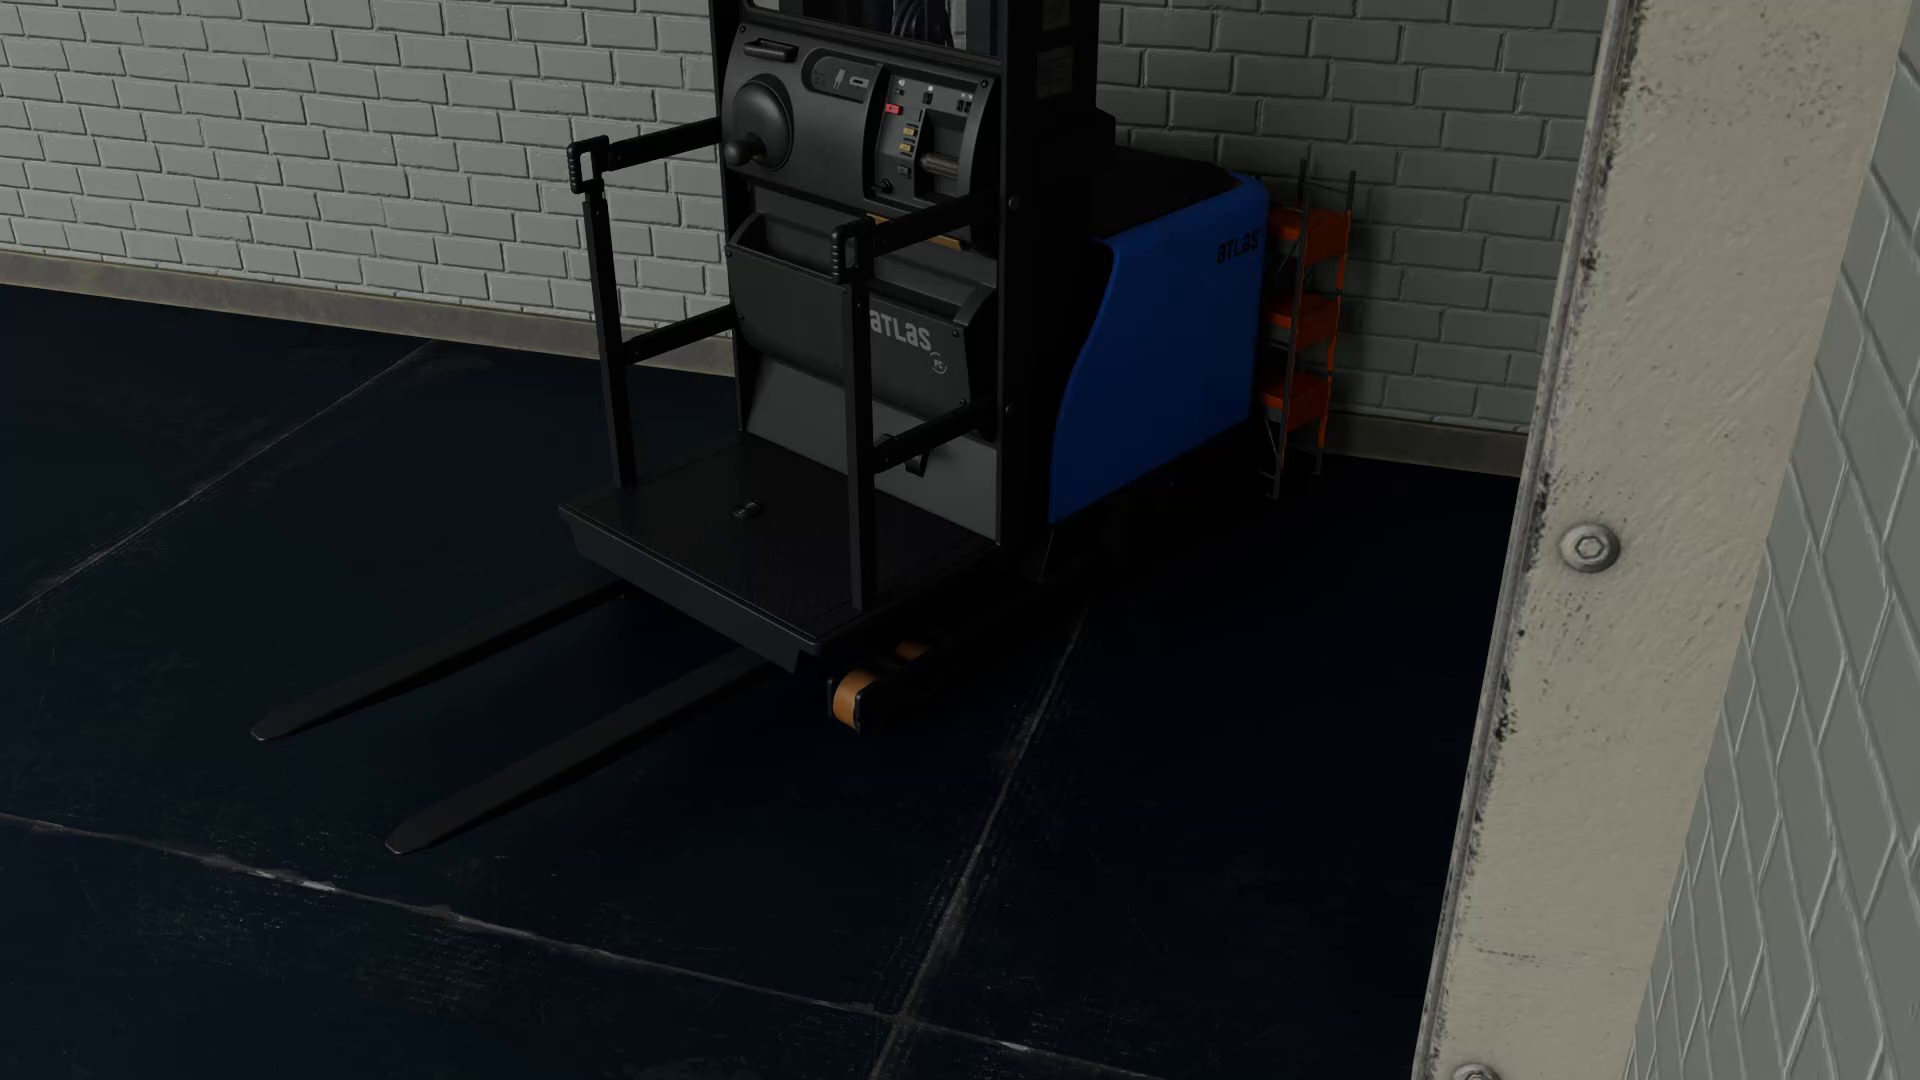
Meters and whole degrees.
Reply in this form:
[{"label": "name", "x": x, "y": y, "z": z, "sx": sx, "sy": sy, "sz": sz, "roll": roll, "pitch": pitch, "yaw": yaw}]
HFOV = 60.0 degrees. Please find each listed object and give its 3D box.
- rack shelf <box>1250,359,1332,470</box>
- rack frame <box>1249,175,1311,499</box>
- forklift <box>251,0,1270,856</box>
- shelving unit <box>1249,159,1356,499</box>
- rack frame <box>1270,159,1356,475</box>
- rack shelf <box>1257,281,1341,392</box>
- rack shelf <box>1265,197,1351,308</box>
[{"label": "rack shelf", "x": 1.064, "y": -0.418, "z": 5.515, "sx": 0.215, "sy": 0.259, "sz": 0.240, "roll": 26, "pitch": 38, "yaw": 38}, {"label": "rack frame", "x": 0.979, "y": -0.628, "z": 5.299, "sx": 0.200, "sy": 1.050, "sz": 0.008, "roll": 26, "pitch": 38, "yaw": 38}, {"label": "forklift", "x": -0.423, "y": -1.059, "z": 4.139, "sx": 1.130, "sy": 2.935, "sz": 3.031, "roll": 24, "pitch": 37, "yaw": 36}, {"label": "shelving unit", "x": 1.064, "y": -0.670, "z": 5.375, "sx": 0.215, "sy": 1.050, "sz": 0.252, "roll": 26, "pitch": 38, "yaw": 38}, {"label": "rack frame", "x": 1.150, "y": -0.712, "z": 5.451, "sx": 0.200, "sy": 1.050, "sz": 0.008, "roll": 26, "pitch": 38, "yaw": 38}, {"label": "rack shelf", "x": 1.064, "y": -0.661, "z": 5.380, "sx": 0.215, "sy": 0.259, "sz": 0.240, "roll": 26, "pitch": 38, "yaw": 38}, {"label": "rack shelf", "x": 1.064, "y": -0.909, "z": 5.242, "sx": 0.215, "sy": 0.259, "sz": 0.240, "roll": 26, "pitch": 38, "yaw": 38}]
